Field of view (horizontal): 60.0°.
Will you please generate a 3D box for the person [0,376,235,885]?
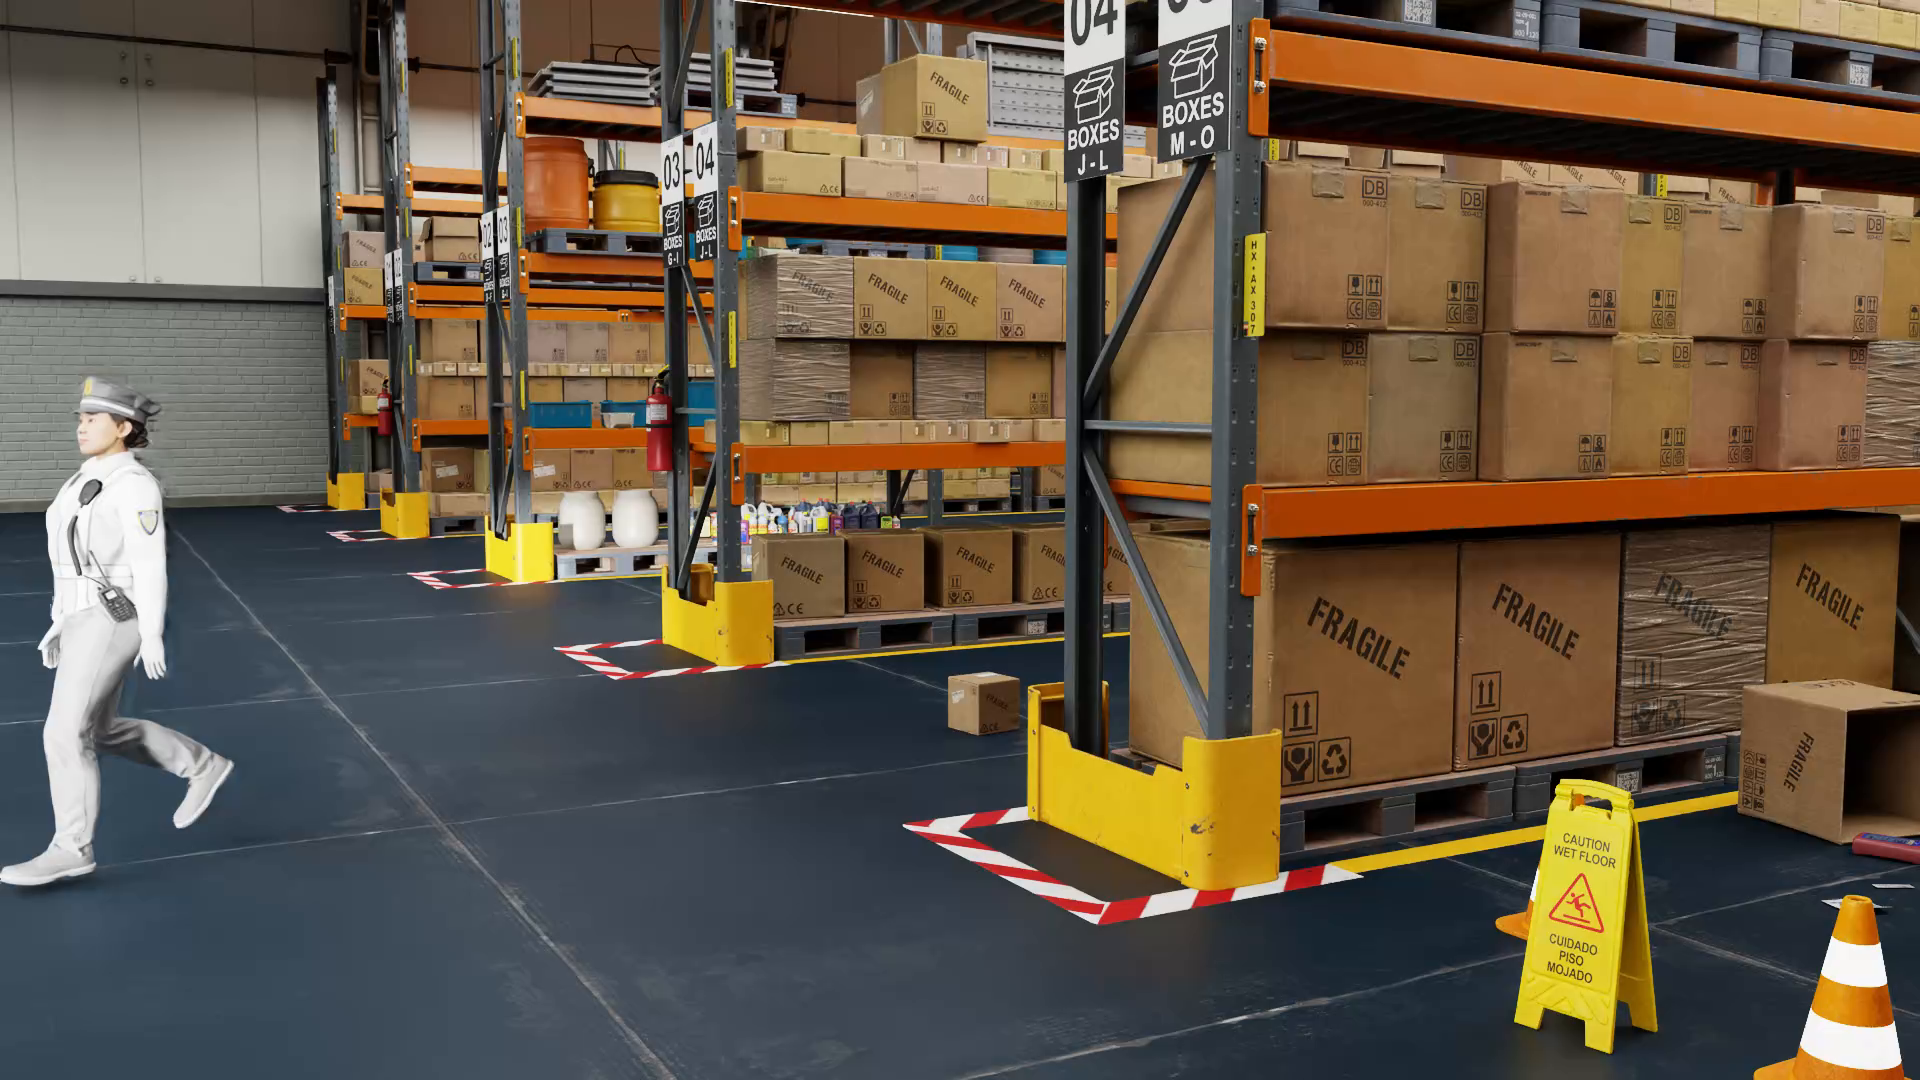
[{"bbox_3d":[-2.878,0.273,5.672,0.818,1.656,0.471,-5,7,-45],"label":"person"}]
